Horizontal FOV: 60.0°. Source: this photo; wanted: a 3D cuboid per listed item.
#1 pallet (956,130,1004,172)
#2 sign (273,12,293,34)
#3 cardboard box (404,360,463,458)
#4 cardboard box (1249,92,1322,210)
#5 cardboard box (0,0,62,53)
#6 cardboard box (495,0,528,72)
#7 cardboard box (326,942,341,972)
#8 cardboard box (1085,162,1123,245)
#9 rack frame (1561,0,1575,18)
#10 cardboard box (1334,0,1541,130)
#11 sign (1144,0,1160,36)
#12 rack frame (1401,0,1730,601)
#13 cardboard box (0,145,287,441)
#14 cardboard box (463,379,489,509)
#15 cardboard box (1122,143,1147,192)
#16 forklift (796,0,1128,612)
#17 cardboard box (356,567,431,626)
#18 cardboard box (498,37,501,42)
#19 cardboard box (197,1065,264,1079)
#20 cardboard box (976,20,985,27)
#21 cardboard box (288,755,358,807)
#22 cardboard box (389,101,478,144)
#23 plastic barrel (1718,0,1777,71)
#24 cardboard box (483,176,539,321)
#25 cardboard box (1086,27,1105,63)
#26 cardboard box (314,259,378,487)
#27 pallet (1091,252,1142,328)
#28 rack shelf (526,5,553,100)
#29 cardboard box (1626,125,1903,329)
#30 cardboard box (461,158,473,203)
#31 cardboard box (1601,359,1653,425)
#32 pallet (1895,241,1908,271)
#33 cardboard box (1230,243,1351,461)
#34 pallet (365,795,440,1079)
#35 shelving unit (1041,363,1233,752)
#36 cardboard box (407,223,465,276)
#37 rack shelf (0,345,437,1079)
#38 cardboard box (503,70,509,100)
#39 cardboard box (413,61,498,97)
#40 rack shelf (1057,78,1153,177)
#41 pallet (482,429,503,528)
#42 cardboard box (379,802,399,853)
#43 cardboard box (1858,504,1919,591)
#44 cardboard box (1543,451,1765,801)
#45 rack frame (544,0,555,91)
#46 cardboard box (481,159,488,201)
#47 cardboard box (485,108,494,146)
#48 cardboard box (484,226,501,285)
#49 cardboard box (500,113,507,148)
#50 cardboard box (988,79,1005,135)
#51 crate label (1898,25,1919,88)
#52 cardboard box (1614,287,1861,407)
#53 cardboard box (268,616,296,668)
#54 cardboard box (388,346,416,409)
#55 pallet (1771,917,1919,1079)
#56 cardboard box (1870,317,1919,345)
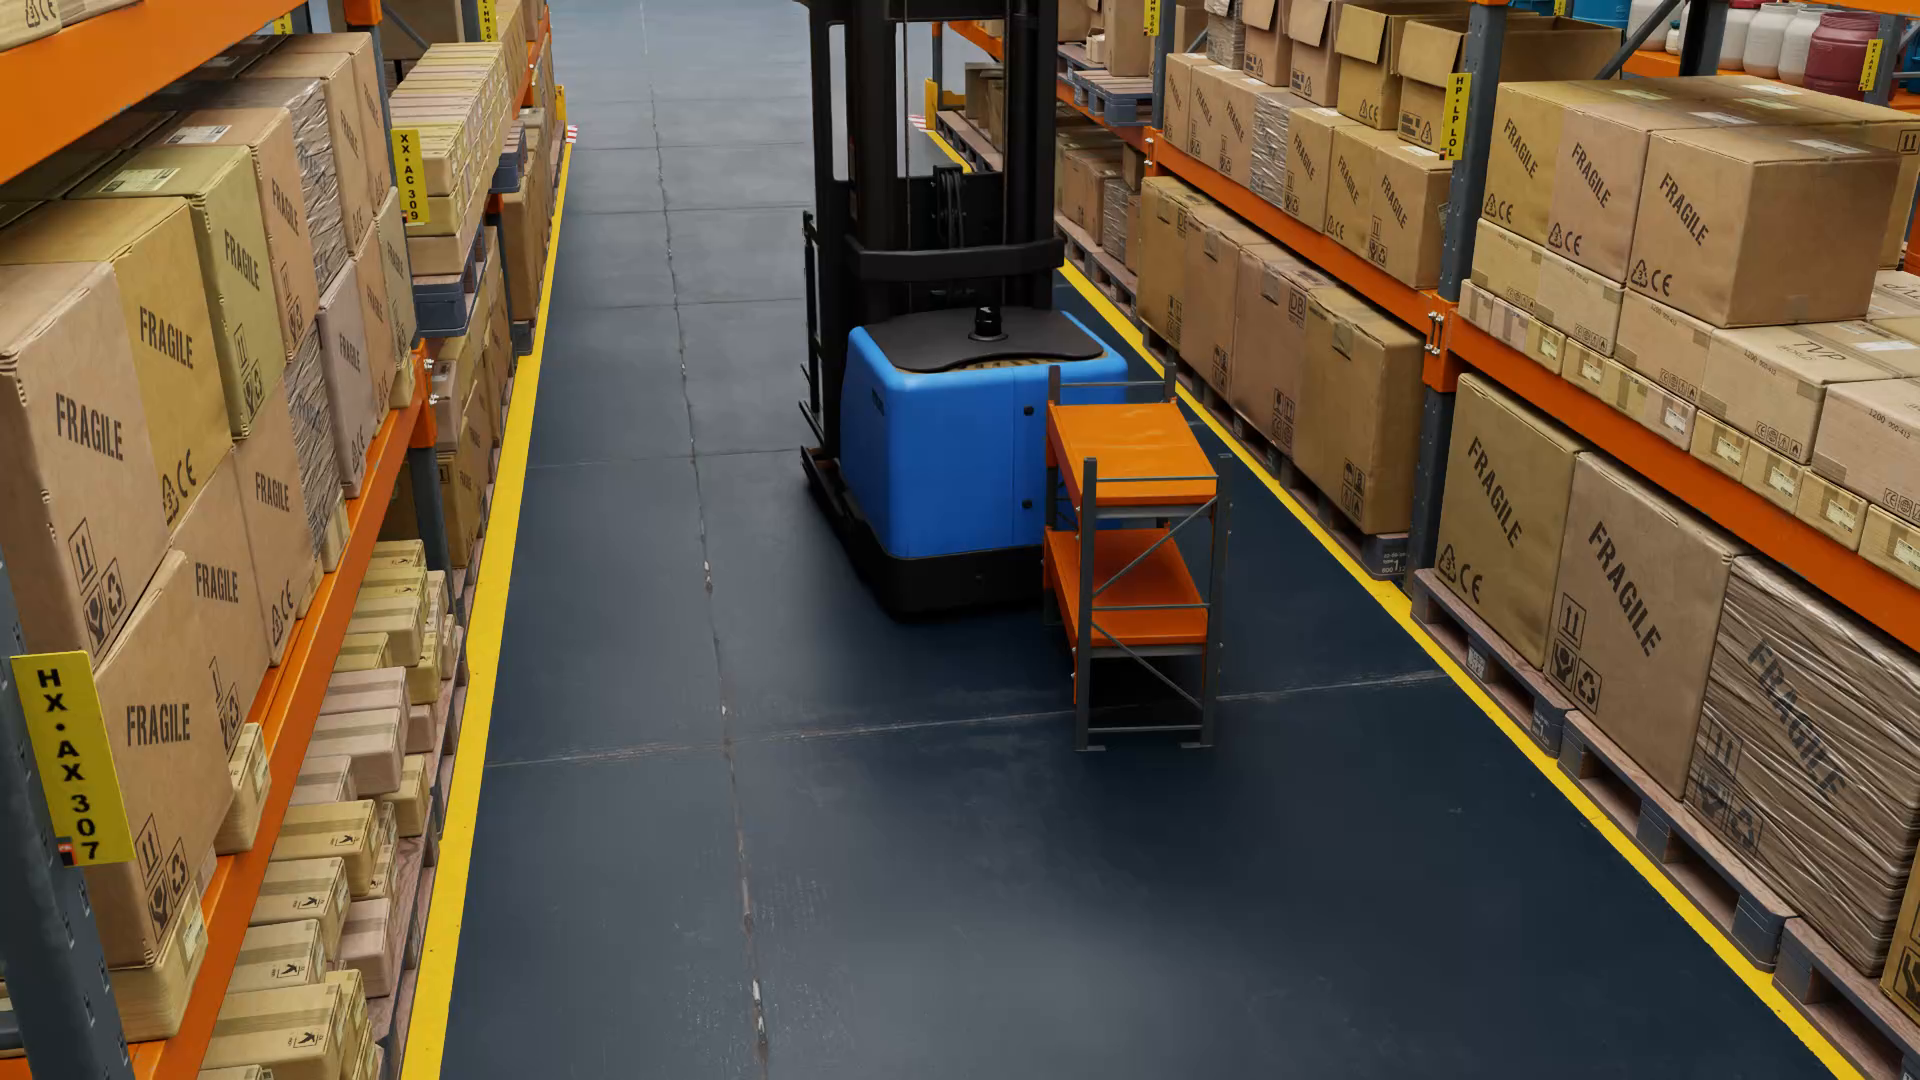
[{"bbox_3d":[0.559,-3.776,16.133,1.003,0.211,1.213,-4,24,-10],"label":"pallet"},{"bbox_3d":[-3.752,-2.899,9.194,0.100,0.325,0.005,-4,24,-10],"label":"sign"},{"bbox_3d":[-2.344,-0.539,6.897,0.500,0.250,0.500,-5,24,-12],"label":"cardboard box"},{"bbox_3d":[1.795,-1.972,8.393,0.500,0.500,0.500,-4,24,-10],"label":"cardboard box"},{"bbox_3d":[-1.559,-0.766,2.196,0.500,0.250,0.500,-3,24,-8],"label":"cardboard box"},{"bbox_3d":[-3.587,-3.845,12.681,0.500,0.500,0.500,-4,24,-10],"label":"cardboard box"},{"bbox_3d":[-1.783,1.080,4.195,0.380,0.149,0.250,-5,24,-12],"label":"cardboard box"},{"bbox_3d":[1.316,-2.496,12.292,0.700,0.500,0.500,-2,24,-5],"label":"cardboard box"},{"bbox_3d":[5.814,-4.678,14.714,1.000,3.000,0.127,-4,24,-10],"label":"rack frame"},{"bbox_3d":[2.184,-2.192,7.643,0.797,0.503,0.637,-4,24,-9],"label":"cardboard box"},{"bbox_3d":[1.155,-3.189,9.956,0.100,0.325,0.005,-4,24,-10],"label":"sign"},{"bbox_3d":[2.426,-1.165,6.670,1.000,3.000,0.127,-4,24,-10],"label":"rack frame"},{"bbox_3d":[-1.724,-0.505,3.414,0.500,0.500,0.500,-5,24,-11],"label":"cardboard box"},{"bbox_3d":[-2.443,-0.403,7.524,0.500,0.500,0.500,-3,24,-7],"label":"cardboard box"},{"bbox_3d":[1.425,-2.608,11.609,0.500,0.250,0.500,-2,24,-4],"label":"cardboard box"},{"bbox_3d":[-0.177,-1.609,7.773,1.130,2.935,3.031,-6,24,-14],"label":"forklift"},{"bbox_3d":[-2.059,0.222,5.788,0.380,0.149,0.250,-4,24,-9],"label":"cardboard box"},{"bbox_3d":[-3.121,-2.853,10.411,0.500,0.500,0.500,-5,24,-10],"label":"cardboard box"},{"bbox_3d":[-1.660,1.246,3.443,0.380,0.149,0.250,-4,24,-9],"label":"cardboard box"},{"bbox_3d":[0.355,-4.851,15.423,0.380,0.149,0.250,-4,24,-10],"label":"cardboard box"},{"bbox_3d":[-1.894,0.738,4.607,0.380,0.149,0.250,-4,24,-10],"label":"cardboard box"},{"bbox_3d":[-2.282,-1.786,7.138,0.380,0.149,0.250,-5,24,-10],"label":"cardboard box"},{"bbox_3d":[5.991,-3.889,12.738,0.433,0.535,0.433,0,24,0],"label":"plastic barrel"},{"bbox_3d":[-3.231,-1.819,10.453,1.050,0.750,0.750,-5,24,-10],"label":"cardboard box"},{"bbox_3d":[1.112,-3.505,11.671,0.396,0.266,0.258,-5,24,-11],"label":"cardboard box"},{"bbox_3d":[-1.915,-0.451,4.537,0.500,0.500,0.500,-4,24,-10],"label":"cardboard box"},{"bbox_3d":[1.543,-1.768,11.535,1.003,0.211,1.213,-4,24,-10],"label":"pallet"},{"bbox_3d":[-4.316,-4.442,15.071,1.077,0.370,4.000,-4,24,-10],"label":"rack shelf"},{"bbox_3d":[2.447,-0.971,5.103,0.500,0.500,0.500,-5,24,-11],"label":"cardboard box"},{"bbox_3d":[-2.186,-1.444,6.726,0.380,0.149,0.250,-4,24,-8],"label":"cardboard box"},{"bbox_3d":[2.349,-0.498,5.457,0.380,0.149,0.250,-5,24,-10],"label":"cardboard box"},{"bbox_3d":[6.449,-2.135,12.374,1.003,0.211,1.213,-4,24,-10],"label":"pallet"},{"bbox_3d":[2.122,-0.986,8.389,1.225,0.875,0.875,-5,24,-12],"label":"cardboard box"},{"bbox_3d":[-2.079,1.182,4.779,1.003,0.211,1.213,-4,24,-10],"label":"pallet"},{"bbox_3d":[0.631,0.034,6.266,0.538,1.125,1.048,-2,24,-3],"label":"shelving unit"},{"bbox_3d":[-2.088,-1.104,6.320,0.380,0.149,0.250,-5,24,-12],"label":"cardboard box"},{"bbox_3d":[-2.097,0.278,4.263,1.077,0.370,4.000,-4,24,-10],"label":"rack shelf"},{"bbox_3d":[-2.668,-2.464,9.062,0.380,0.149,0.250,-4,24,-9],"label":"cardboard box"},{"bbox_3d":[-2.520,-2.296,8.304,0.380,0.149,0.250,-4,24,-8],"label":"cardboard box"},{"bbox_3d":[1.316,-3.196,12.218,1.077,0.370,4.000,-4,24,-10],"label":"rack shelf"},{"bbox_3d":[-2.842,-0.347,8.281,1.003,0.211,1.213,-4,24,-10],"label":"pallet"},{"bbox_3d":[-1.886,0.920,4.933,0.380,0.149,0.250,-4,24,-9],"label":"cardboard box"},{"bbox_3d":[2.586,0.006,4.303,0.380,0.149,0.250,-5,24,-11],"label":"cardboard box"},{"bbox_3d":[2.636,0.236,5.593,0.875,0.875,0.875,-4,24,-10],"label":"cardboard box"},{"bbox_3d":[-4.686,-5.558,16.728,1.000,3.000,0.127,-4,24,-10],"label":"rack frame"},{"bbox_3d":[-2.335,-1.617,7.495,0.380,0.149,0.250,-5,24,-11],"label":"cardboard box"},{"bbox_3d":[-2.427,-1.957,7.901,0.380,0.149,0.250,-4,24,-8],"label":"cardboard box"},{"bbox_3d":[-2.823,-1.552,9.218,0.500,0.250,0.500,-5,24,-11],"label":"cardboard box"},{"bbox_3d":[-2.572,-2.130,8.667,0.380,0.149,0.250,-4,24,-9],"label":"cardboard box"},{"bbox_3d":[0.547,-4.205,16.229,0.500,0.500,0.500,-2,24,-5],"label":"cardboard box"},{"bbox_3d":[6.636,-3.532,12.045,0.502,0.435,0.616,-4,24,-10],"label":"crate label"},{"bbox_3d":[2.444,-0.629,5.259,0.500,0.250,0.500,-4,24,-8],"label":"cardboard box"},{"bbox_3d":[-1.777,0.193,3.875,0.380,0.149,0.250,-5,24,-11],"label":"cardboard box"},{"bbox_3d":[-2.030,-0.534,5.540,0.380,0.149,0.250,-5,24,-11],"label":"cardboard box"},{"bbox_3d":[2.941,1.377,4.333,1.003,0.211,1.213,-4,24,-10],"label":"pallet"},{"bbox_3d":[3.048,-0.475,4.905,0.500,0.250,0.500,-5,24,-11],"label":"cardboard box"}]
